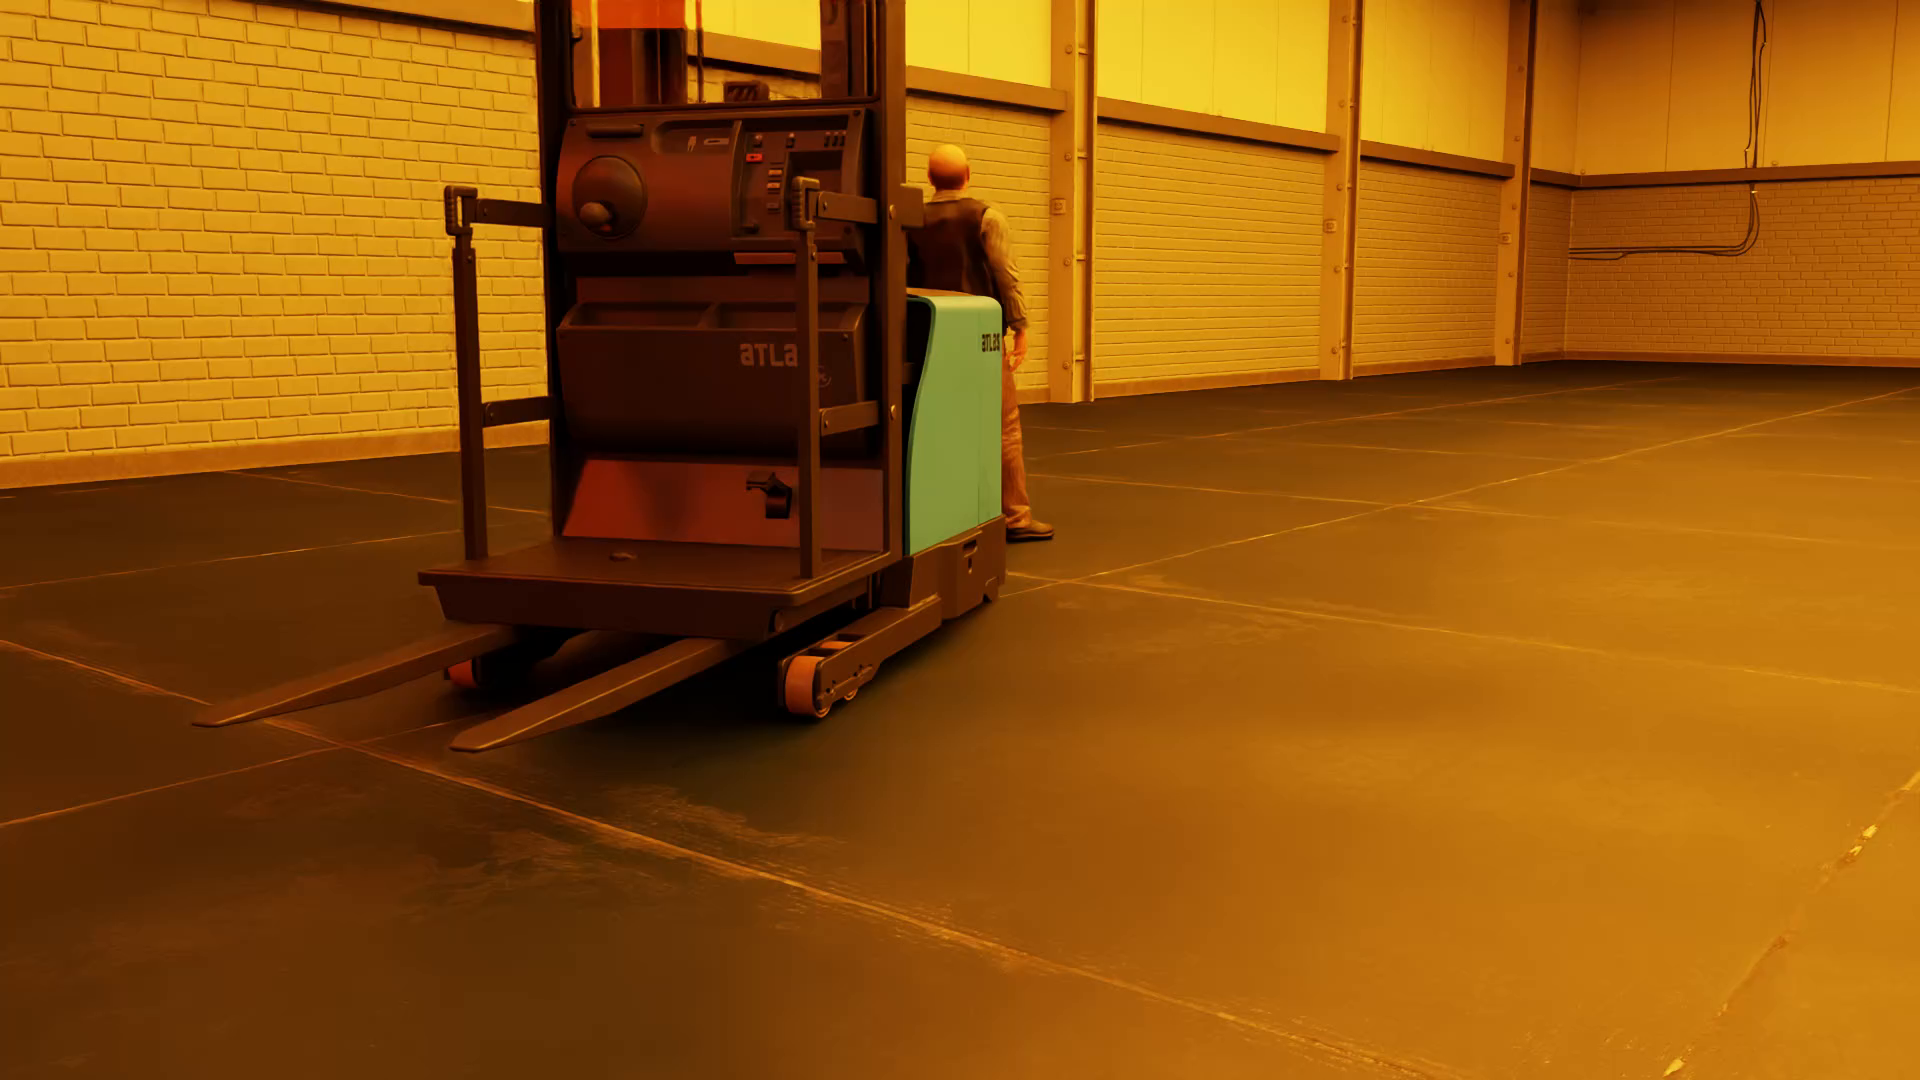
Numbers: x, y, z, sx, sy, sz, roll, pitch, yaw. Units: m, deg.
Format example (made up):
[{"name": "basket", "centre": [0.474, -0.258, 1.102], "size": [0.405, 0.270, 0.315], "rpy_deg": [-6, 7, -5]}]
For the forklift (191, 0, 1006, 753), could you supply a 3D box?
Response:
[{"name": "forklift", "centre": [-0.773, -1.056, 4.496], "size": [1.130, 2.935, 3.031], "rpy_deg": [3, 9, 18]}]

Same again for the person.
[{"name": "person", "centre": [0.034, -0.854, 7.310], "size": [0.698, 1.719, 0.476], "rpy_deg": [3, 9, 19]}]
